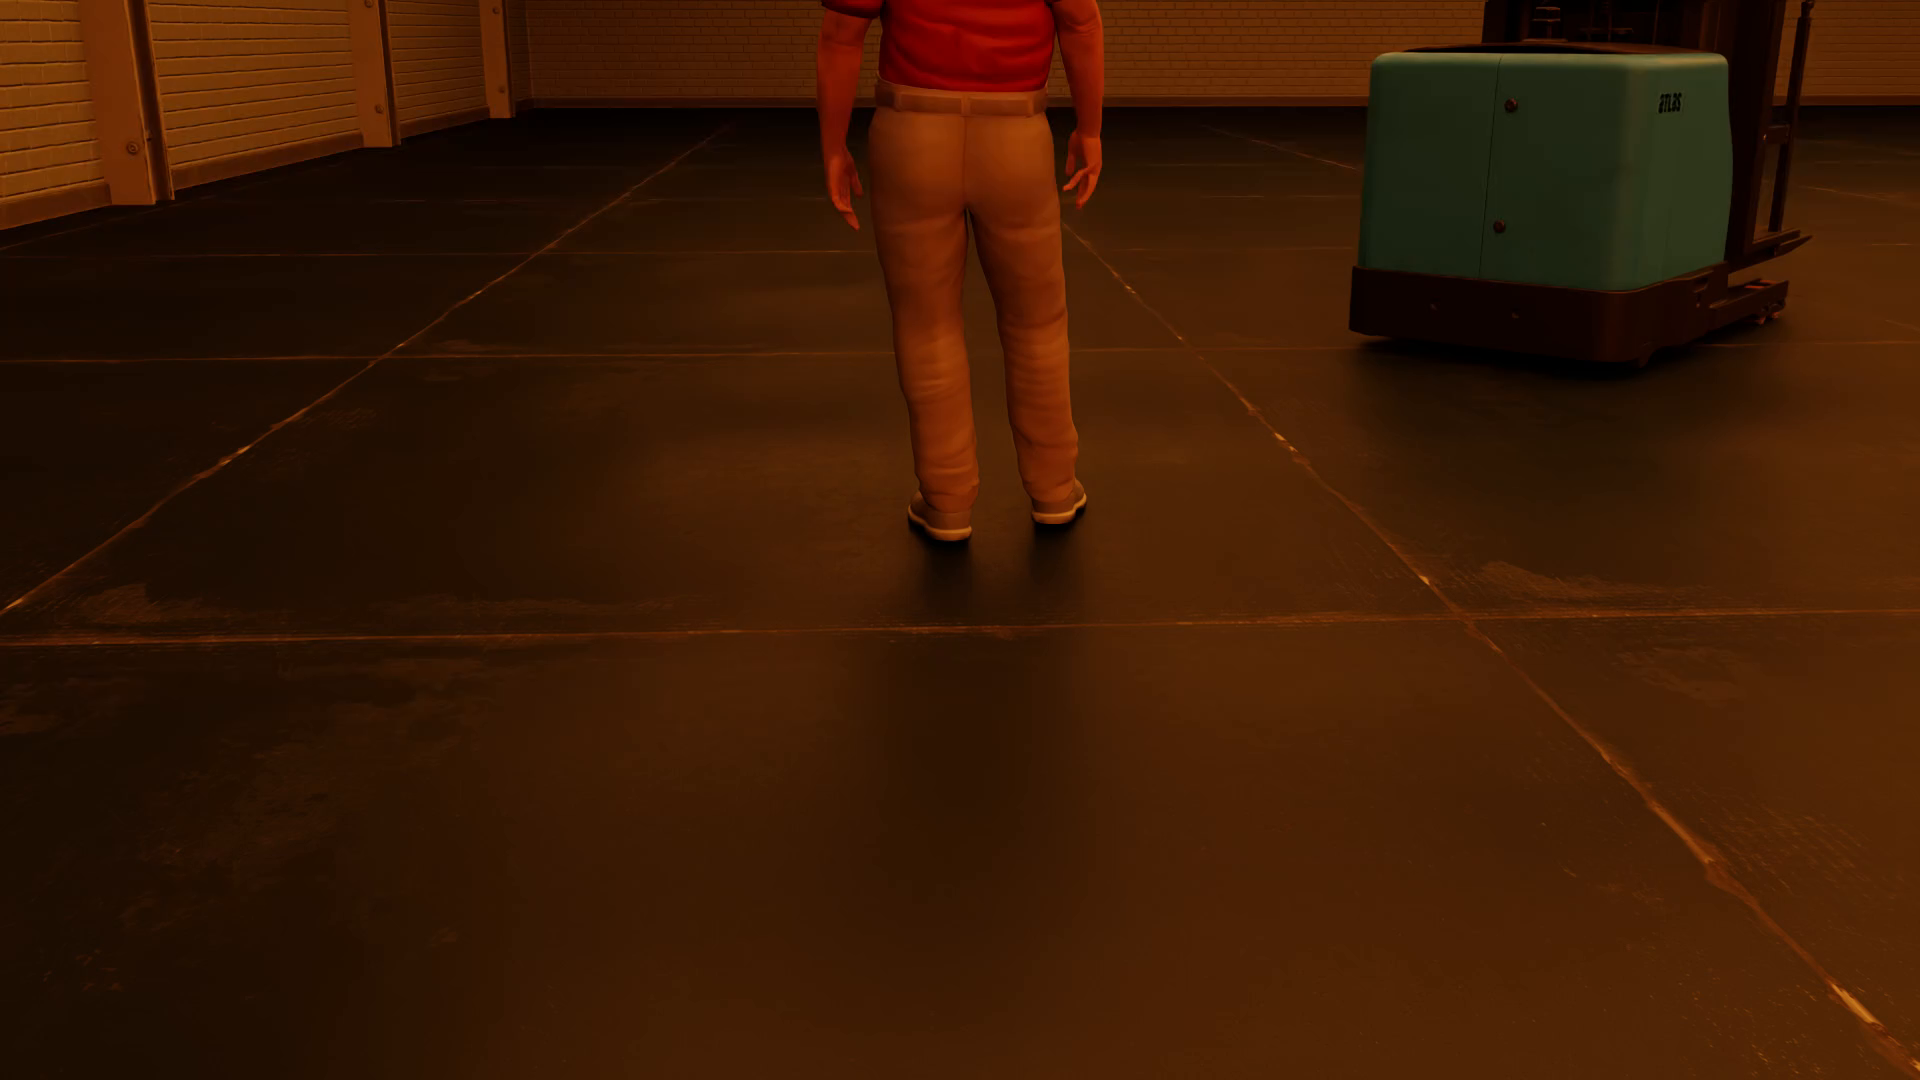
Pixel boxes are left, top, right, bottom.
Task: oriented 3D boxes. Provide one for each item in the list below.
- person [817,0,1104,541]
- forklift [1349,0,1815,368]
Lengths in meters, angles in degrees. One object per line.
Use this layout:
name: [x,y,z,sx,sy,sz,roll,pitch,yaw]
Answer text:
person: [0.007,-0.860,3.749,0.642,1.727,0.550,-1,17,-3]
forklift: [2.799,-2.359,6.619,1.130,2.935,3.031,14,22,38]
